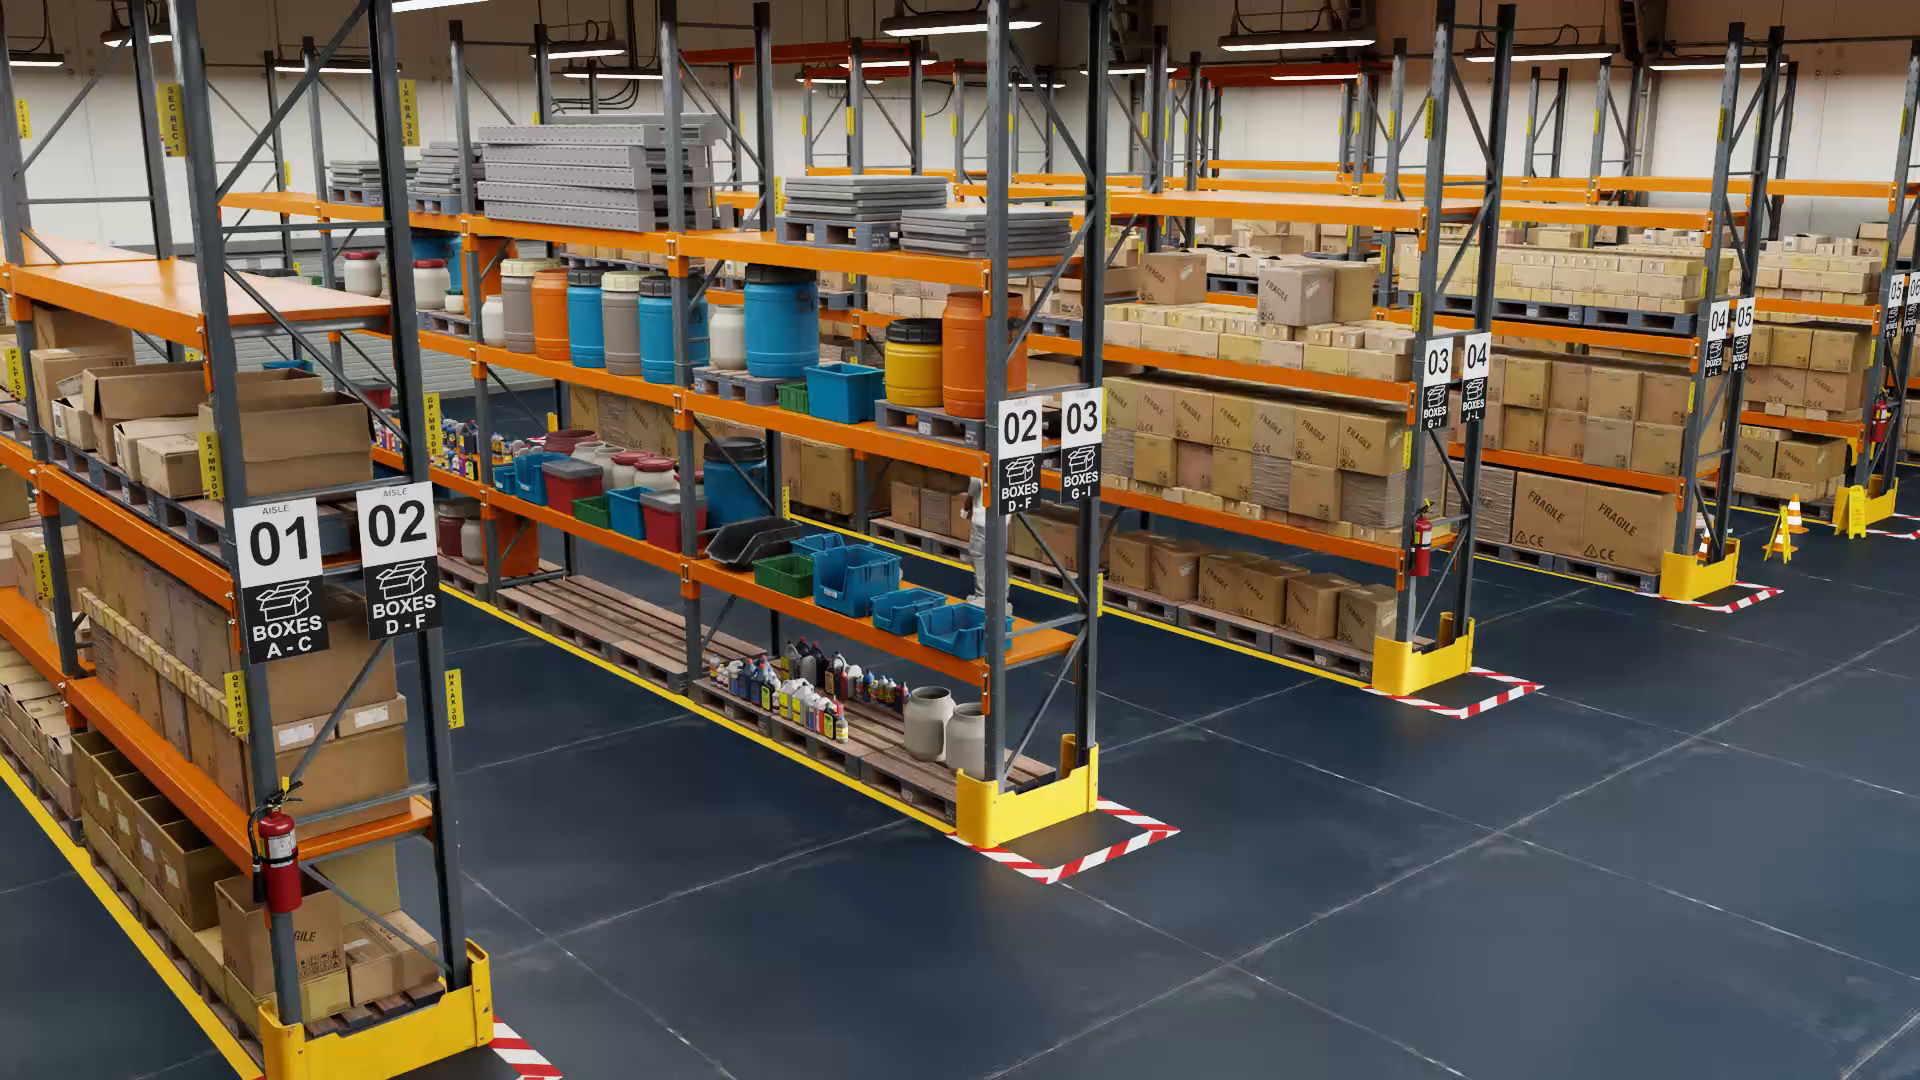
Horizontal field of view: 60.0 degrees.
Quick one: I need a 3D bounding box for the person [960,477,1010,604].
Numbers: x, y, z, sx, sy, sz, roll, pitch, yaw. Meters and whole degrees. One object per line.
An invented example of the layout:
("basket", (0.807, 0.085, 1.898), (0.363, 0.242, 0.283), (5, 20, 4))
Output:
("person", (0.257, -0.191, 17.738), (0.488, 1.778, 0.574), (-9, 16, -31))
